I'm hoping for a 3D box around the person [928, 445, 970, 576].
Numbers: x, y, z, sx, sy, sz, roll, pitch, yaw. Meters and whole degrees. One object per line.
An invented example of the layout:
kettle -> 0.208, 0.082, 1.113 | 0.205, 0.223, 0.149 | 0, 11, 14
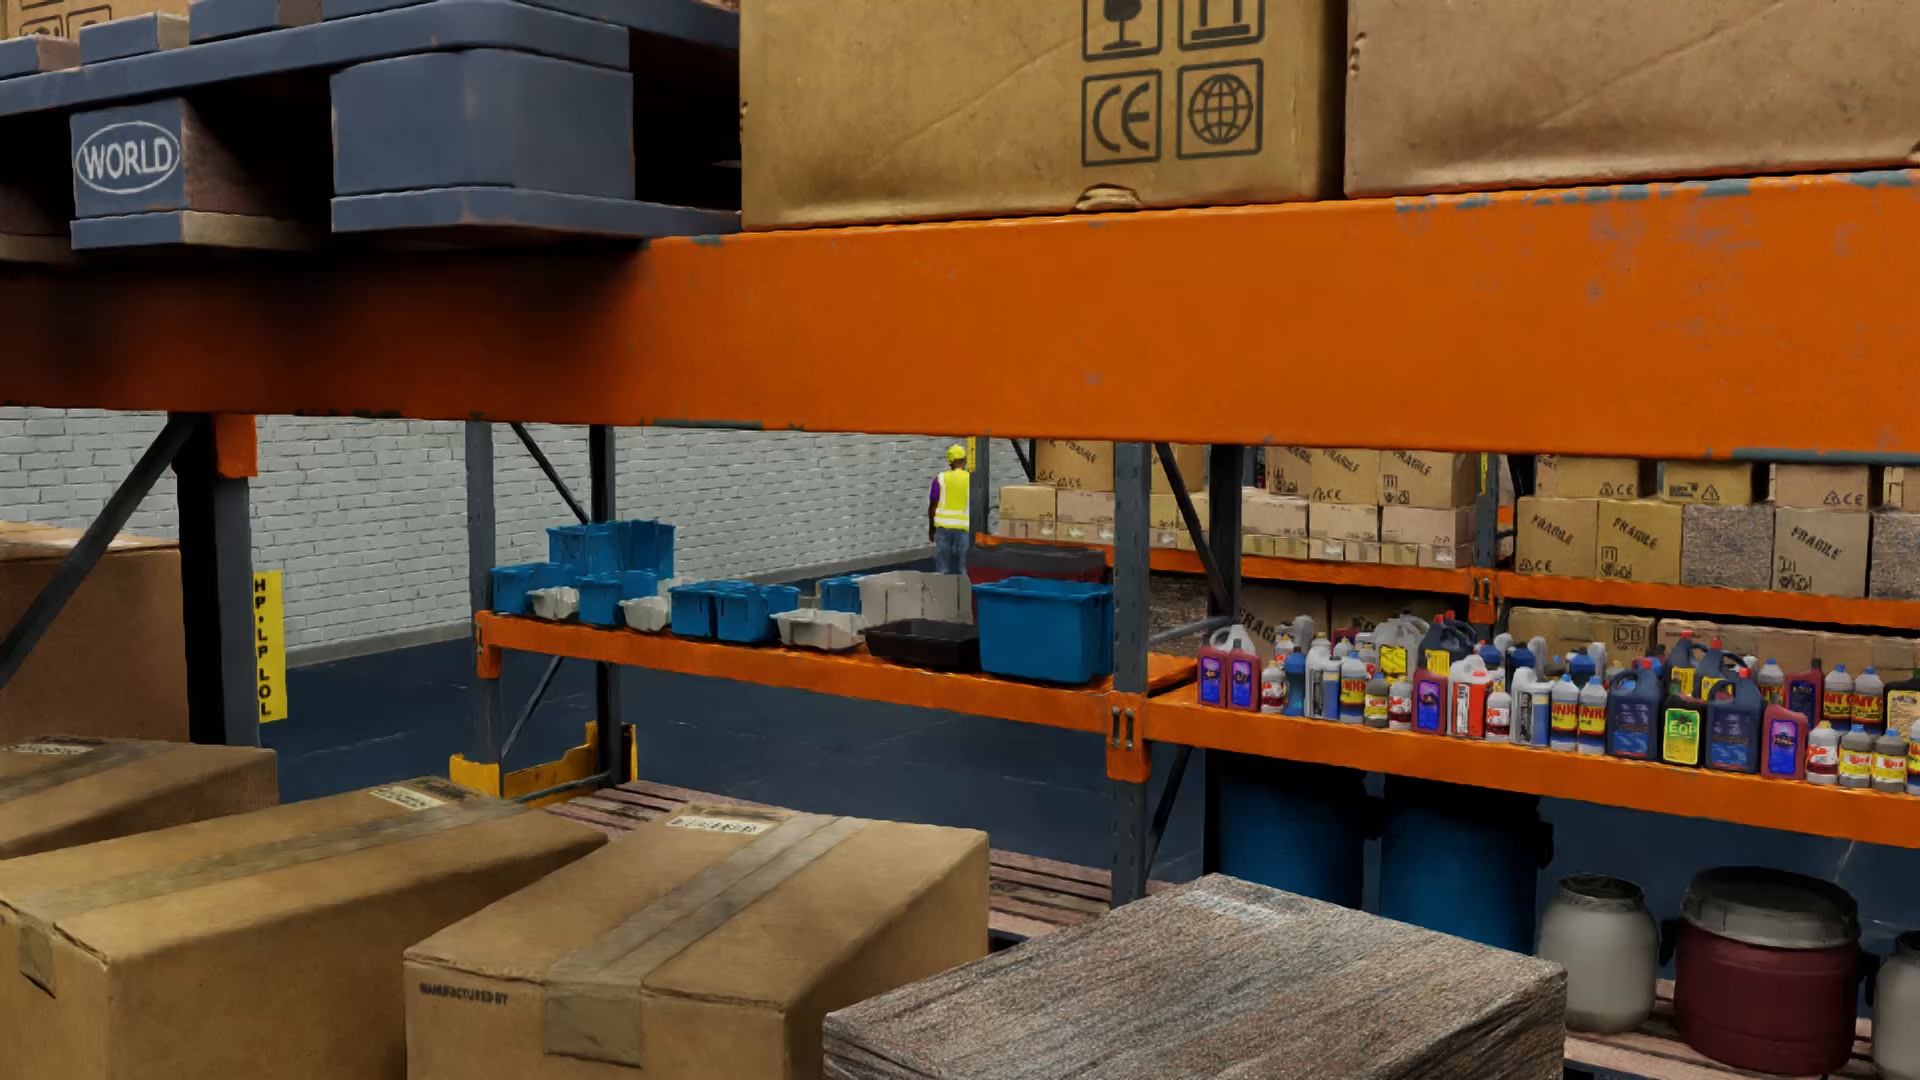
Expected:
person -> -0.027, -0.113, 17.417 | 0.622, 1.771, 0.462 | 1, 6, 6
